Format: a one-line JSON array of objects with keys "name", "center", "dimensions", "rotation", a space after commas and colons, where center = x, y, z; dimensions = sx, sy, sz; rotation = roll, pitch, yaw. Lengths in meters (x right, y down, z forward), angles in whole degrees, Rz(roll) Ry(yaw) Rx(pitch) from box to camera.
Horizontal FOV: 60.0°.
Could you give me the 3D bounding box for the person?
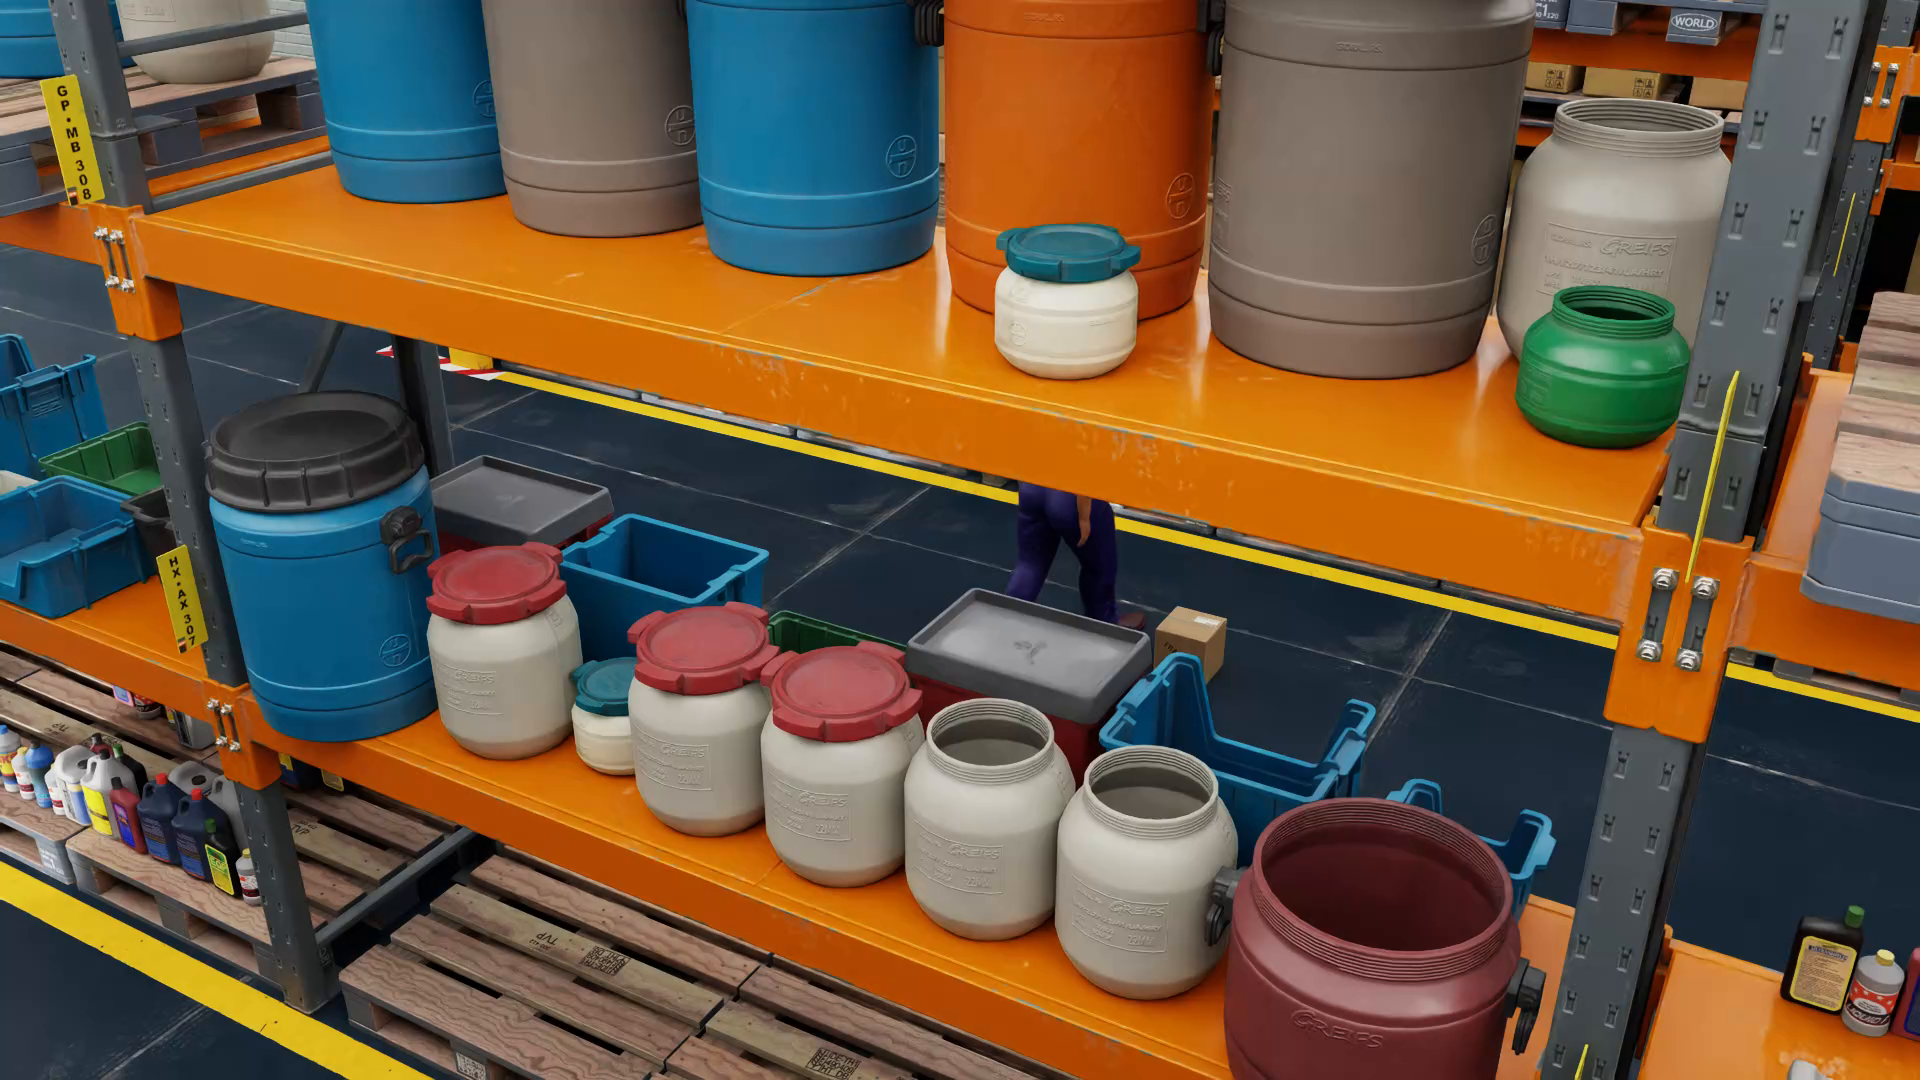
[{"name": "person", "center": [0.490, -0.221, 7.567], "dimensions": [0.821, 1.623, 0.553], "rotation": [-20, 33, -35]}]
